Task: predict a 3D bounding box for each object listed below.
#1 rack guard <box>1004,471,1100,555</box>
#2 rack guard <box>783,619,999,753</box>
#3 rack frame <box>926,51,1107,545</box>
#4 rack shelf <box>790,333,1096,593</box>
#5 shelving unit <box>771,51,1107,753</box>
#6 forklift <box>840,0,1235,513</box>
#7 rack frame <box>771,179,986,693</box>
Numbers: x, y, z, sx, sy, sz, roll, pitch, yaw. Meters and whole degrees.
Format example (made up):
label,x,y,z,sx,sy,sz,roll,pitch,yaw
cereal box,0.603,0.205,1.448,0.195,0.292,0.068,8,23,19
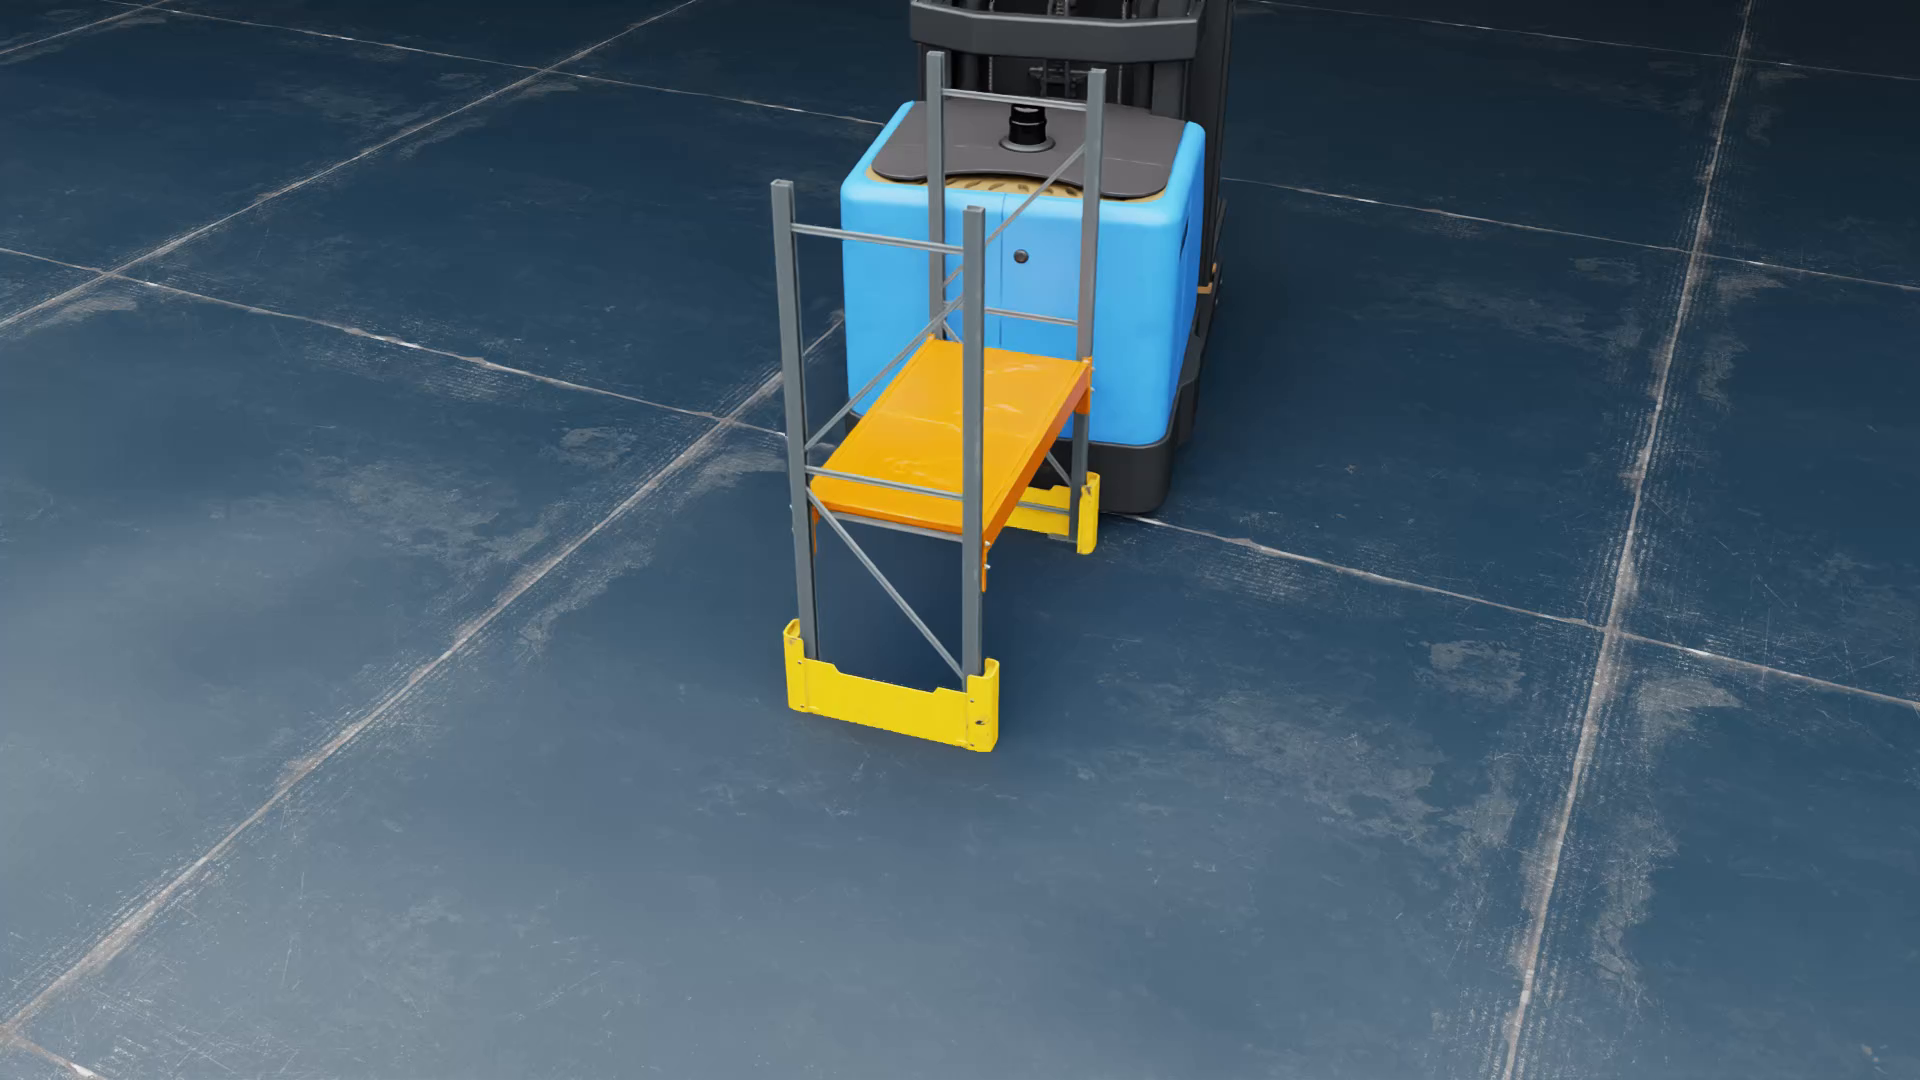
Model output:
label,x,y,z,sx,sy,sz,roll,pitch,yaw
rack guard,0.143,-0.129,5.219,0.587,0.250,0.087,11,35,16
rack guard,-0.184,0.387,4.432,0.587,0.250,0.087,11,35,16
rack frame,0.149,-0.662,4.891,0.500,1.500,0.032,11,35,16
rack shelf,-0.018,-0.248,4.589,0.538,0.185,1.000,11,35,16
shelving unit,-0.021,-0.394,4.483,0.587,1.500,1.083,11,35,16
forklift,0.444,-2.110,5.795,1.130,2.935,3.031,7,34,10
rack frame,-0.185,-0.135,4.088,0.500,1.500,0.032,11,35,16
